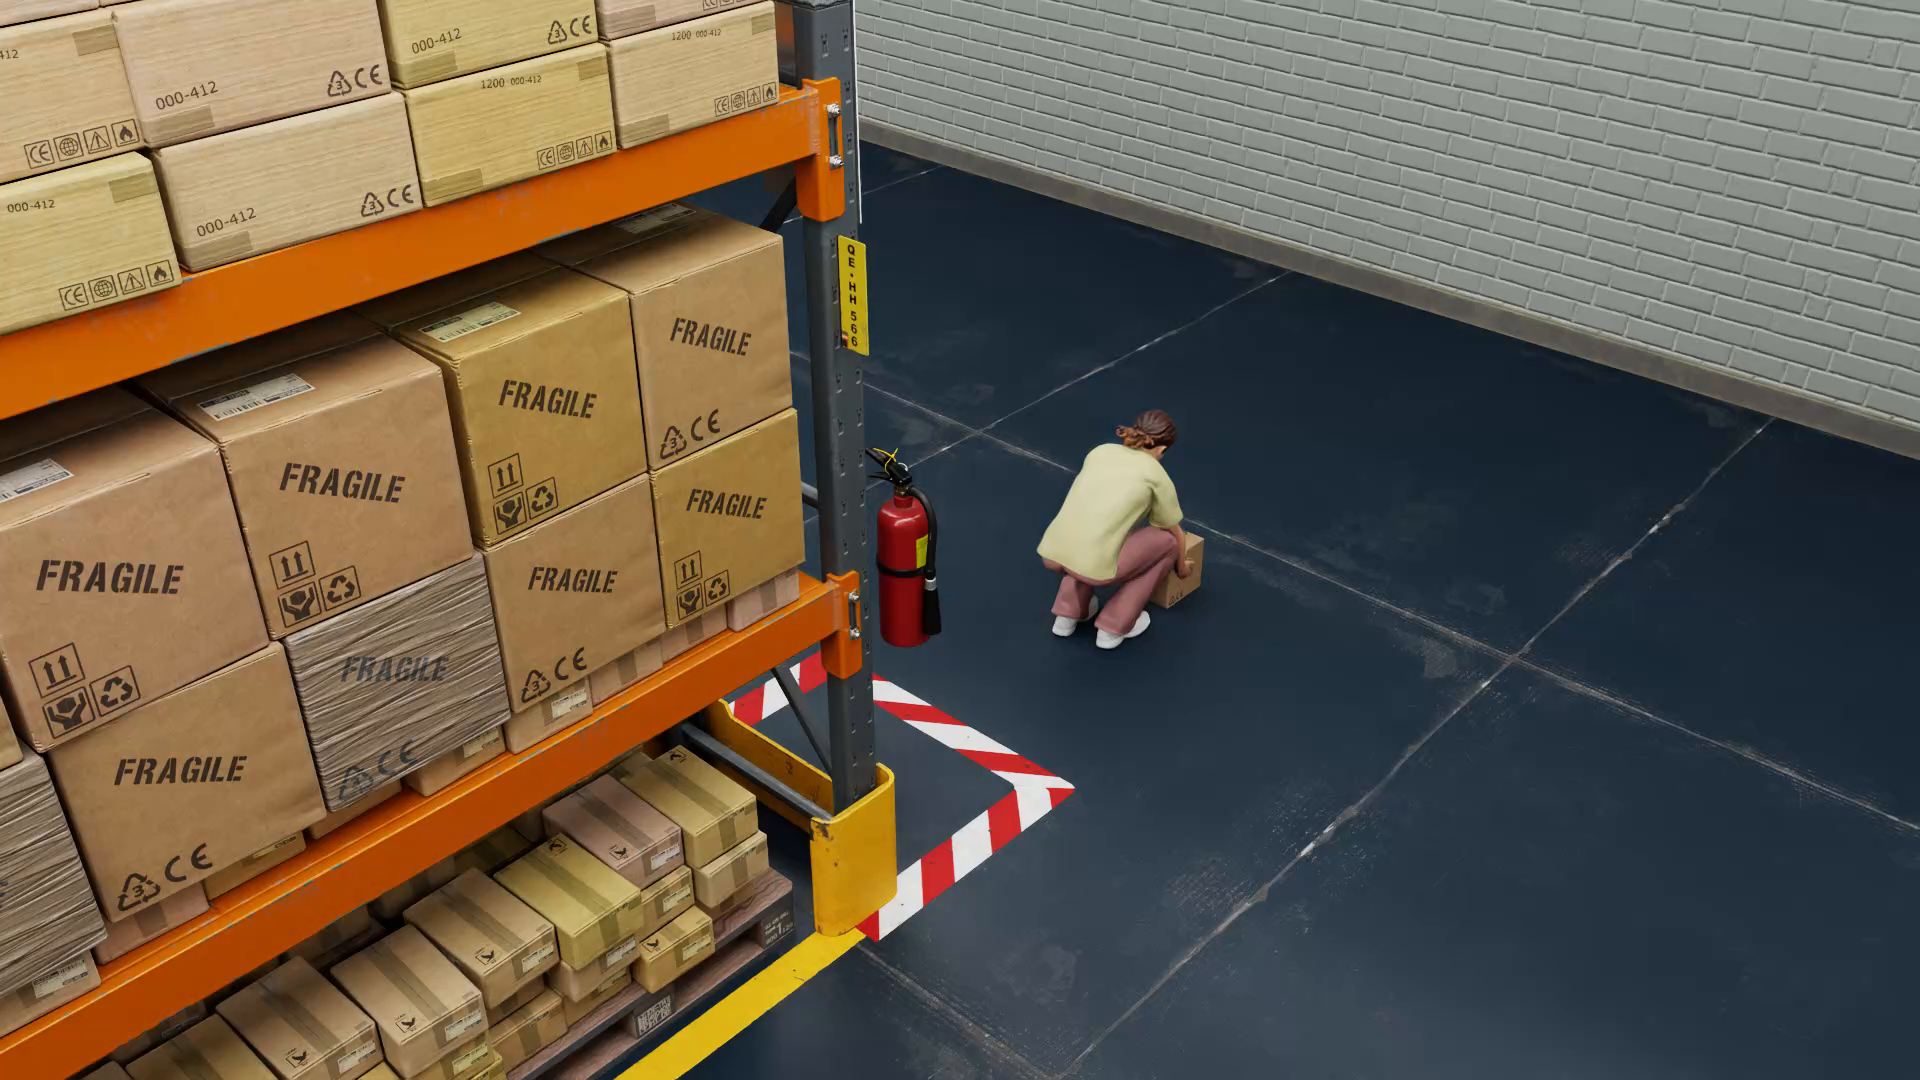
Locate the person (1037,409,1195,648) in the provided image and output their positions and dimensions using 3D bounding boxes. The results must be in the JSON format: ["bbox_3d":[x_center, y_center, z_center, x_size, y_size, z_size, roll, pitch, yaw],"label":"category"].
[{"bbox_3d":[0.643,-0.037,6.968,0.480,0.873,0.801,25,39,35],"label":"person"}]
